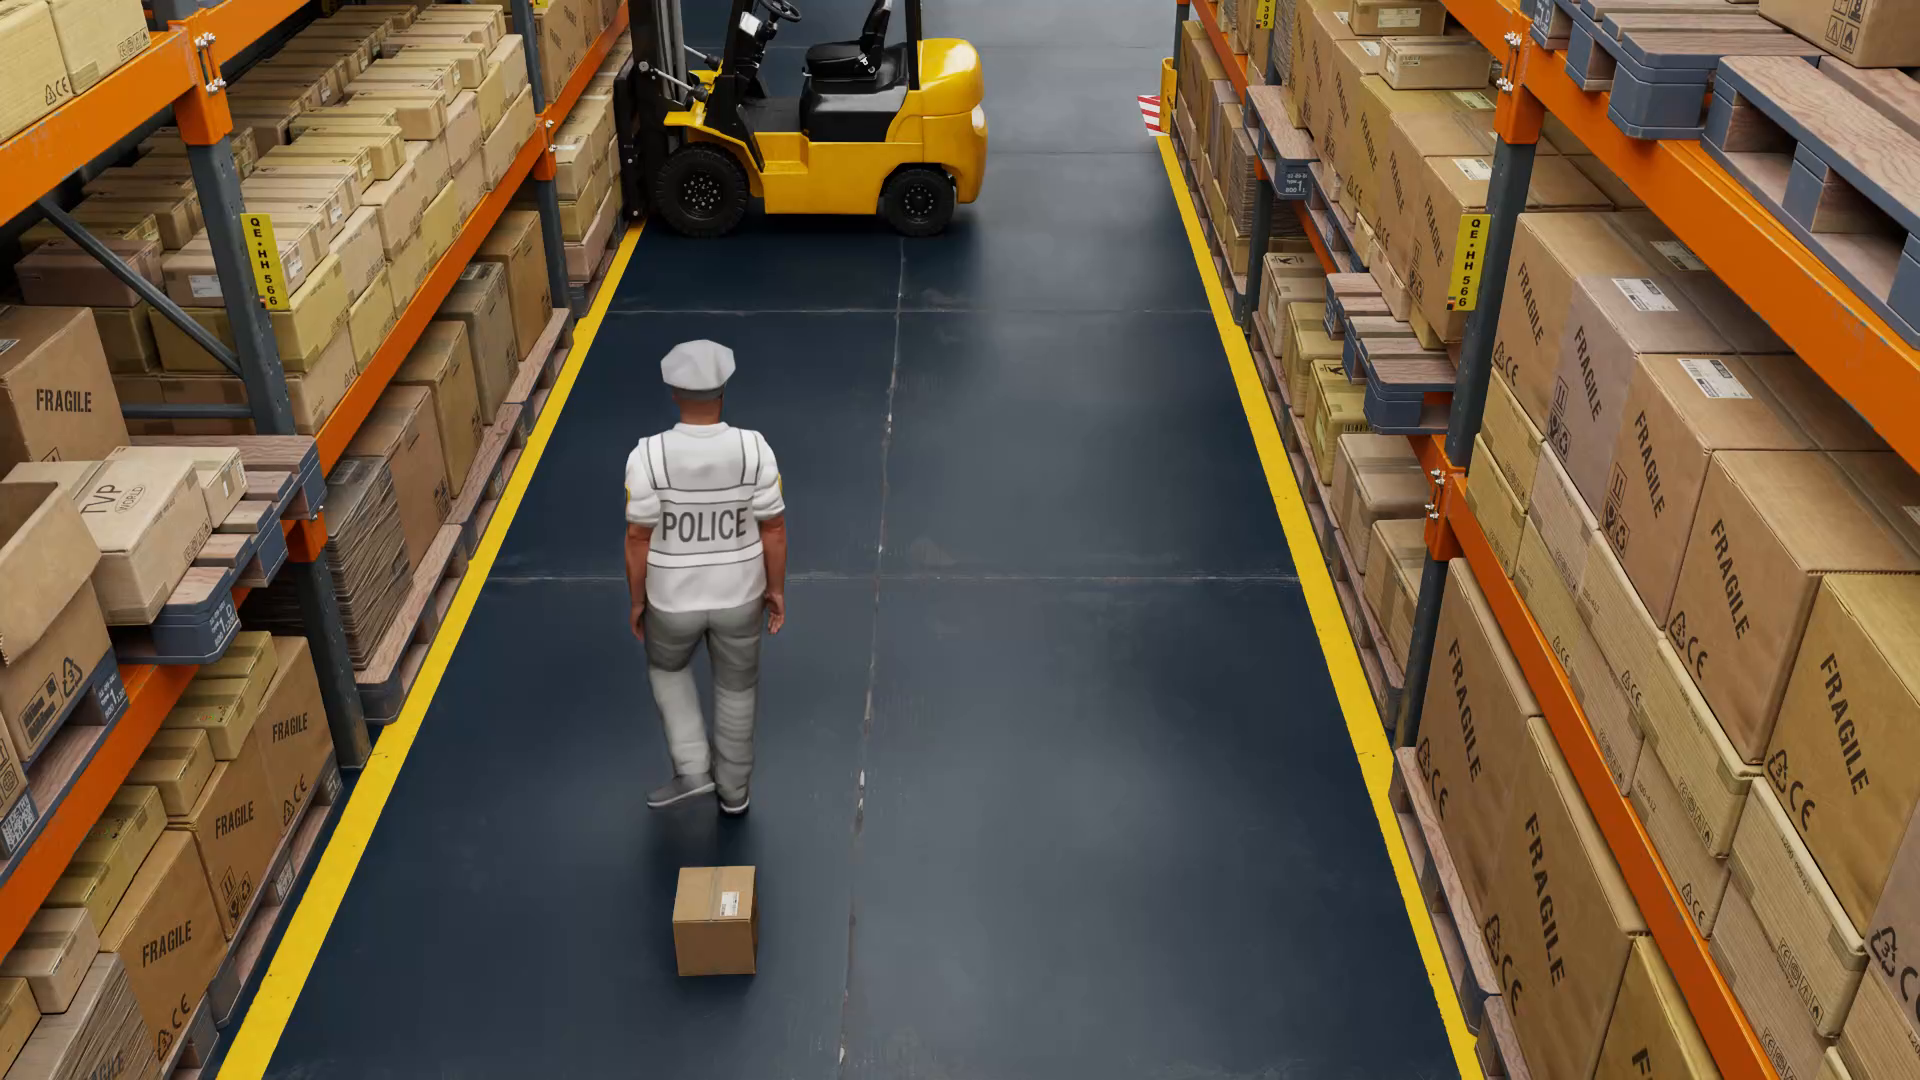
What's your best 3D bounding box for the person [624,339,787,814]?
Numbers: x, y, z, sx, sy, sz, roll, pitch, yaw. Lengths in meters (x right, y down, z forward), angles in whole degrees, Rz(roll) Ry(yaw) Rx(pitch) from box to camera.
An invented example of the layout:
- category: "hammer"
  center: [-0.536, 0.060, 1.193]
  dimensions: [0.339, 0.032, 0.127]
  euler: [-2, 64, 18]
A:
- category: "person"
  center: [-0.876, 0.196, 5.772]
  dimensions: [0.580, 1.750, 0.500]
  euler: [-7, 32, -11]
